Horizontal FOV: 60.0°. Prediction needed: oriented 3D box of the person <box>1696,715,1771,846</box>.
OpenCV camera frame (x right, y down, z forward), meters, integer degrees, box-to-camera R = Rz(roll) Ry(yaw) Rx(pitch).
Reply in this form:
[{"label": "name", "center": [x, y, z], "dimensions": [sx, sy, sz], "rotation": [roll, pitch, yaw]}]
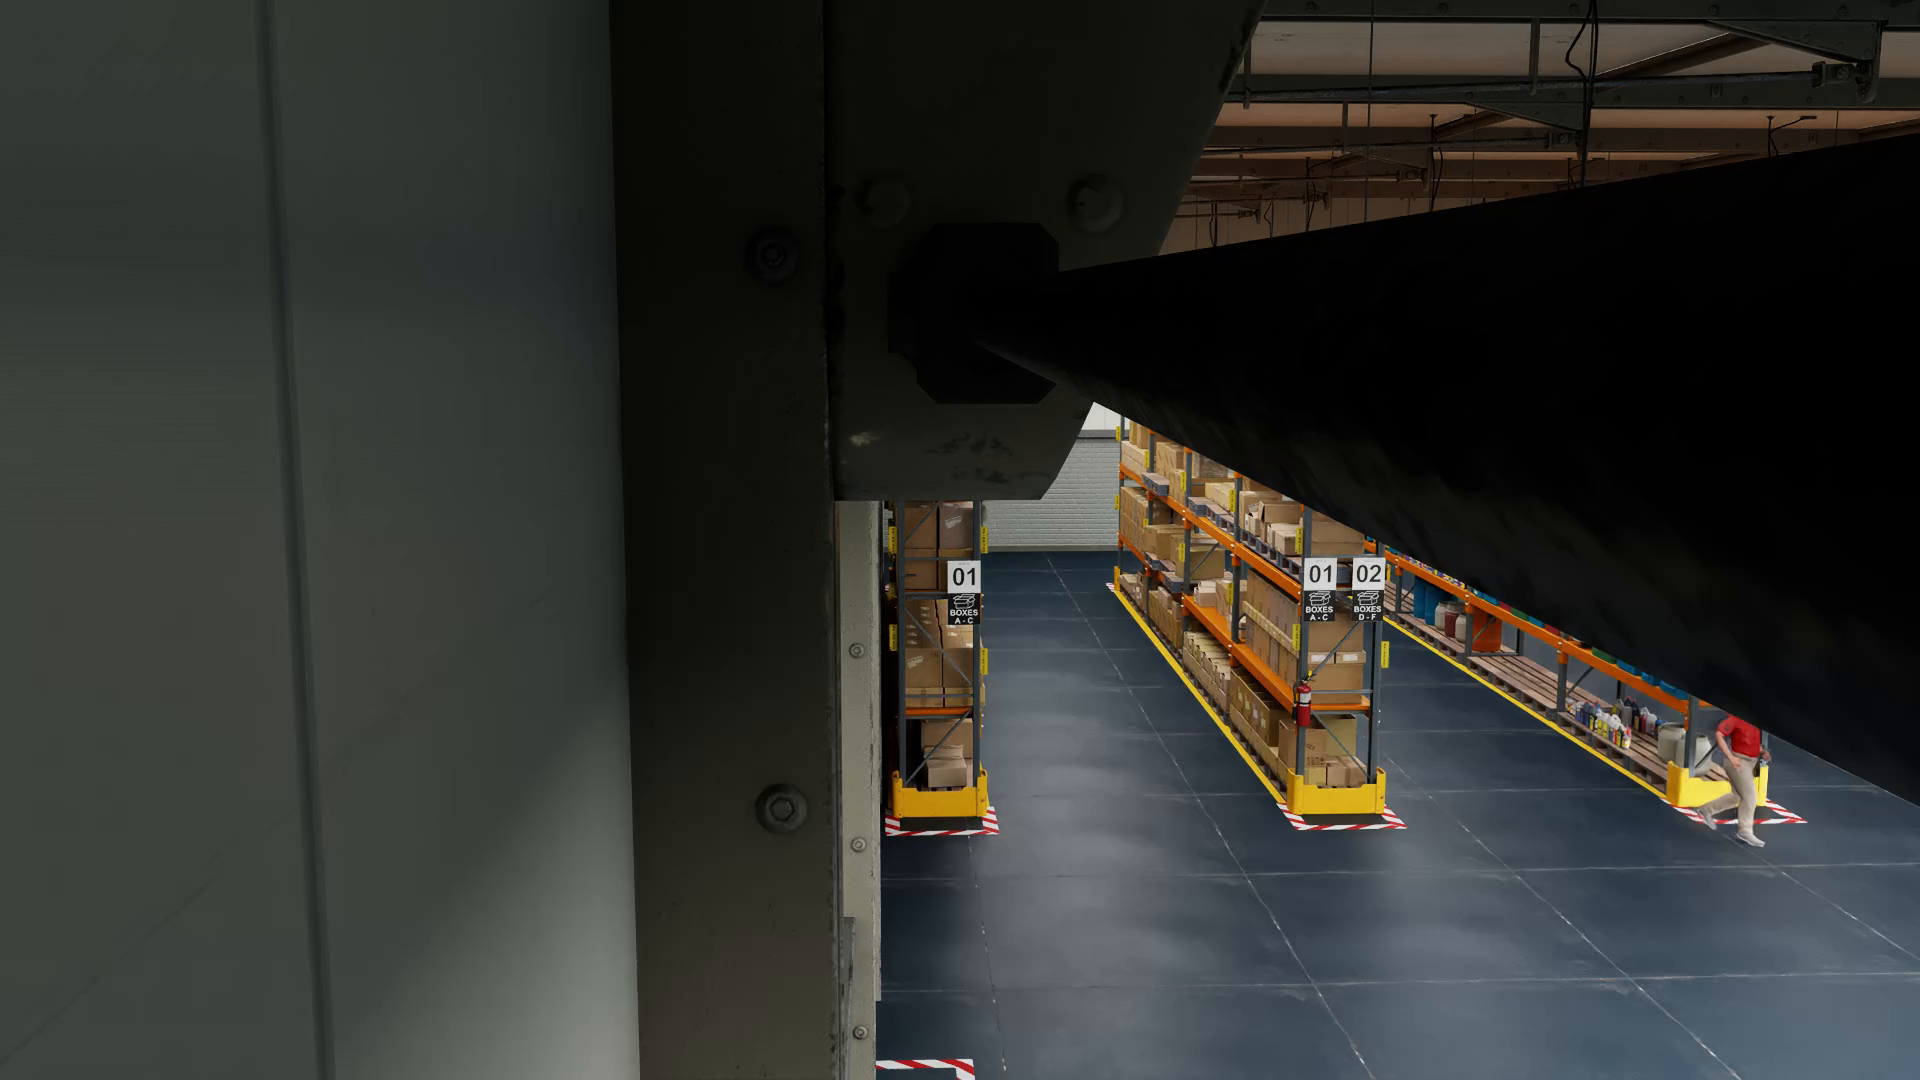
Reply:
[{"label": "person", "center": [9.219, 2.682, 19.707], "dimensions": [0.818, 1.722, 0.687], "rotation": [7, 11, 41]}]
